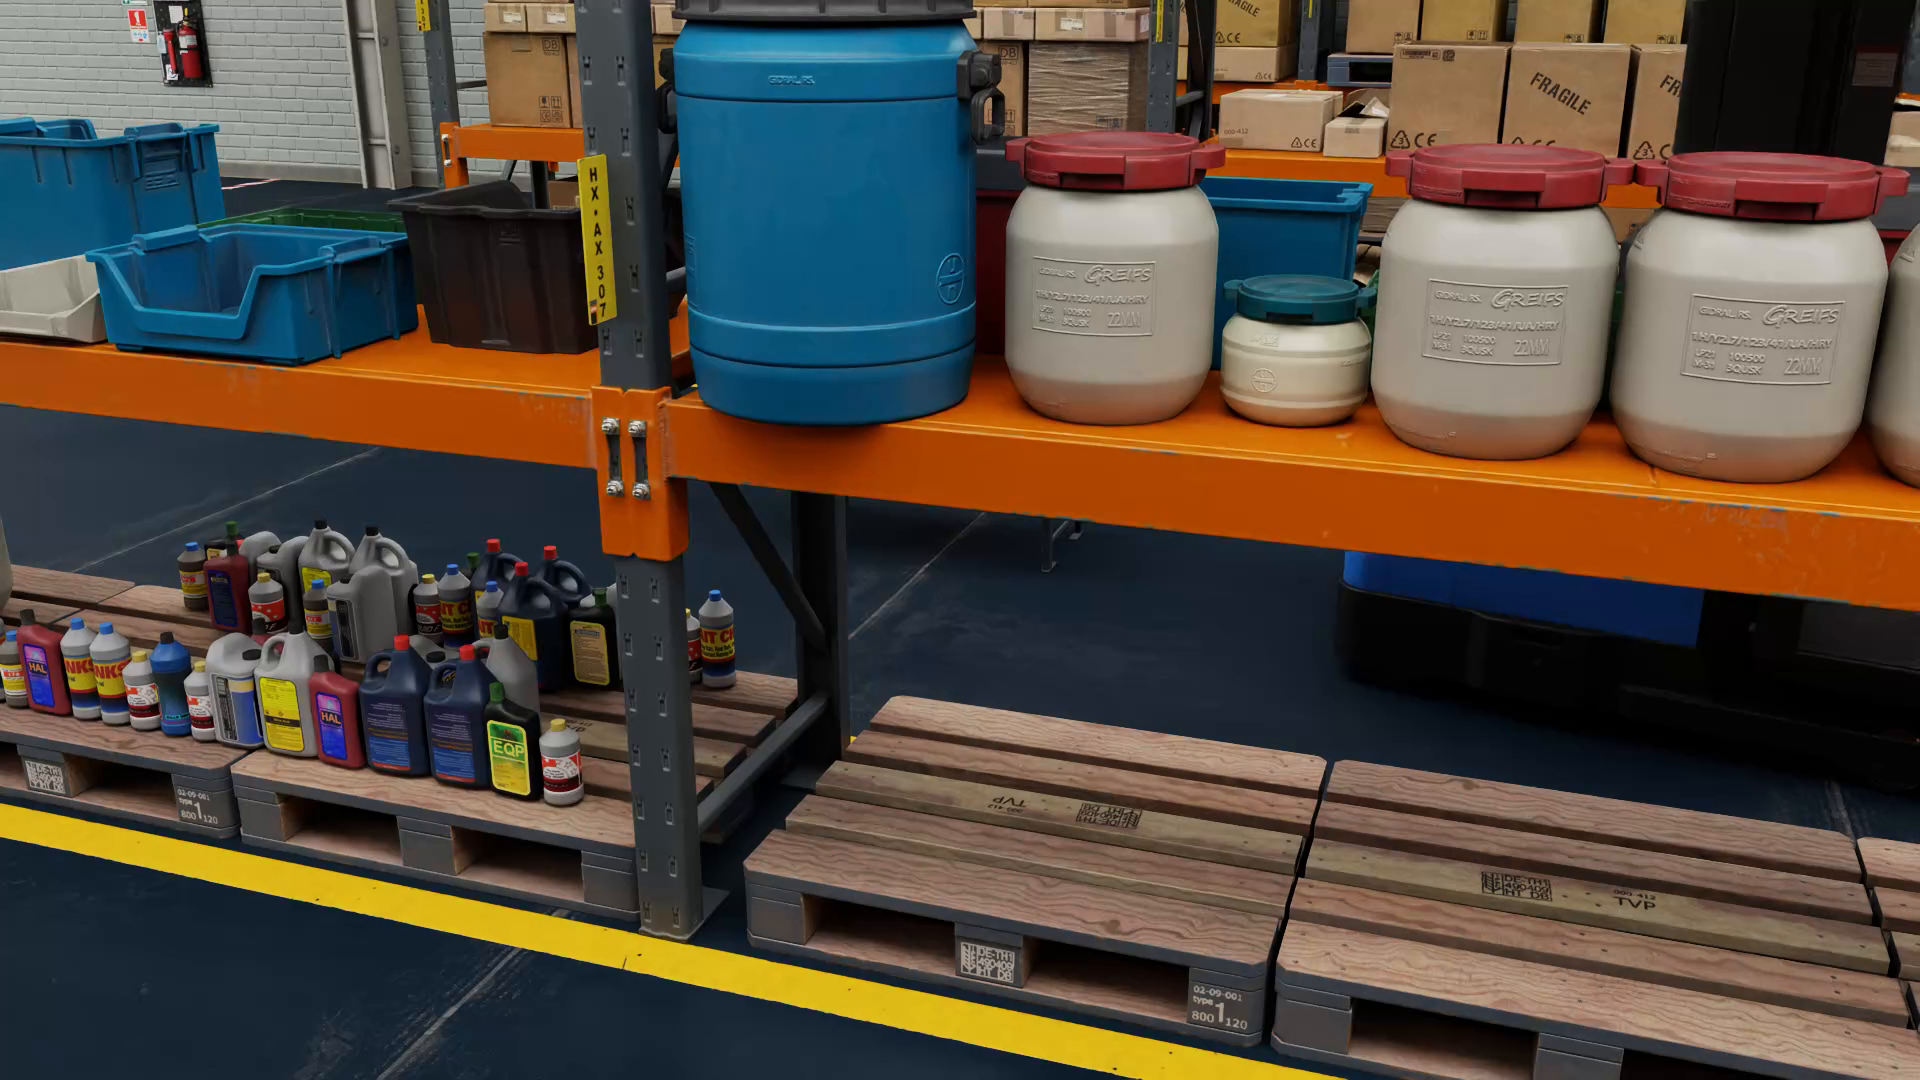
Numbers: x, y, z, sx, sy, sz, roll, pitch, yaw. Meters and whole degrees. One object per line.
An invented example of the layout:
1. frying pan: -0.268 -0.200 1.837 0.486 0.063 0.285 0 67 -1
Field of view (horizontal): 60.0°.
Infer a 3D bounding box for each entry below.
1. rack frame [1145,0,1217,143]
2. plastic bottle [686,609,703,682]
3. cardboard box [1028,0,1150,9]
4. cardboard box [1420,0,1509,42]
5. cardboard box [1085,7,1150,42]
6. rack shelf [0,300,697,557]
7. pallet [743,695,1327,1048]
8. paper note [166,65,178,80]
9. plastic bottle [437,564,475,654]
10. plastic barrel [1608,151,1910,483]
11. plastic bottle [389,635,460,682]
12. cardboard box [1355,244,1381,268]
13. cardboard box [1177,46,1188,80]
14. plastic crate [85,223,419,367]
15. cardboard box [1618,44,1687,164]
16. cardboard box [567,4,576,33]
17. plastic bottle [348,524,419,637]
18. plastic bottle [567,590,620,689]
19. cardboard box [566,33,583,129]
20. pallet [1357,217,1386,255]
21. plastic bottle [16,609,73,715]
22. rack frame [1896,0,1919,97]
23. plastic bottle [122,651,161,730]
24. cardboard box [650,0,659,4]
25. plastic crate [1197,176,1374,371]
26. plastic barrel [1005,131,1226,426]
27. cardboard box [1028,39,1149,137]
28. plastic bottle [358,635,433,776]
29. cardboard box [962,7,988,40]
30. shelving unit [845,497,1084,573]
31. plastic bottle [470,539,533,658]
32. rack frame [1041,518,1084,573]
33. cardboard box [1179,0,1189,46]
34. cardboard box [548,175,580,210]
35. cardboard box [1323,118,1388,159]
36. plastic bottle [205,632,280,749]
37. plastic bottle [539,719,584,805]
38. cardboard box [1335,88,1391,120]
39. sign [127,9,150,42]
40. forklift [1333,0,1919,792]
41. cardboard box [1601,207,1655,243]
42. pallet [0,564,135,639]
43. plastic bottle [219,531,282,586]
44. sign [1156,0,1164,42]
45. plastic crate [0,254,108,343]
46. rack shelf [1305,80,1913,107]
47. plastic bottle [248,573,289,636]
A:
1. rack frame: 1.099 -2.176 8.260 0.127 3.000 1.000 7 20 18
2. plastic bottle: -0.784 0.296 4.753 0.097 0.201 0.097 0 19 0
3. cardboard box: 0.677 -2.881 8.162 0.500 0.500 0.700 7 20 18
4. cardboard box: 3.716 -3.843 12.223 0.500 0.500 0.700 9 21 24
5. cardboard box: 0.771 -2.492 8.030 0.250 0.149 0.380 7 20 18
6. rack shelf: -2.420 -0.512 4.581 4.000 0.370 1.077 7 20 18
7. pallet: 0.224 0.754 4.093 1.213 0.211 1.003 7 20 18
8. paper note: -8.247 -4.893 17.395 0.142 0.148 0.016 7 20 18
9. plastic bottle: -1.486 0.204 4.911 0.097 0.271 0.097 0 19 0
10. plastic barrel: 1.403 -0.403 2.967 0.433 0.535 0.433 0 19 0
11. plastic bottle: -1.390 0.393 4.361 0.135 0.276 0.152 7 20 18
12. cardboard box: 2.069 -1.331 8.526 0.500 0.311 0.500 7 20 20
13. cardboard box: 1.706 -3.668 12.740 0.500 0.250 0.500 7 20 18
14. plastic crate: -1.665 -0.601 3.968 0.616 0.251 0.499 7 20 18
15. cardboard box: 3.287 -1.967 7.510 0.500 0.500 0.500 5 20 15
16. cardboard box: -1.894 -2.797 8.905 0.250 0.149 0.380 7 20 18
17. plastic bottle: -1.737 0.125 5.017 0.185 0.351 0.144 6 20 18
18. plastic bottle: -1.036 0.275 4.688 0.133 0.283 0.061 7 20 18
19. cardboard box: -1.745 -2.545 9.169 0.500 0.500 0.700 7 20 19
20. pallet: 3.457 -2.316 12.899 1.213 0.211 1.003 7 20 18
21. plastic bottle: -2.491 0.330 4.531 0.133 0.283 0.061 7 20 19
22. rack frame: 6.499 -3.284 11.441 0.127 3.000 1.000 7 20 18
23. plastic bottle: -2.187 0.397 4.463 0.097 0.201 0.097 0 19 0
24. cardboard box: -1.695 -3.152 8.939 0.500 0.500 0.700 6 20 17
25. plastic crate: 0.614 -0.606 3.781 0.575 0.384 0.392 7 20 18
26. plastic barrel: 0.301 -0.528 3.329 0.433 0.535 0.433 0 19 0
27. cardboard box: 0.677 -2.269 8.376 0.500 0.500 0.700 6 20 17
28. plastic bottle: -1.415 0.407 4.209 0.185 0.351 0.144 5 20 15
29. cardboard box: 0.042 -2.575 8.268 0.250 0.149 0.380 6 20 18
30. shelving unit: -0.081 -0.717 6.356 1.048 1.500 0.538 7 20 18
31. plastic bottle: -1.335 0.171 4.886 0.185 0.351 0.144 6 20 16
32. rack frame: 0.400 -0.663 6.198 0.032 1.500 0.500 7 20 18
33. cardboard box: 1.699 -4.016 12.598 0.500 0.500 0.500 6 20 18
34. cardboard box: -2.076 -1.896 9.859 0.500 0.500 0.500 7 20 18
35. cardboard box: 1.869 -1.898 7.845 0.250 0.149 0.380 7 20 18
36. plastic bottle: -1.872 0.388 4.375 0.135 0.276 0.152 7 20 19
37. plastic bottle: -0.975 0.535 4.066 0.097 0.201 0.097 0 19 0
38. cardboard box: 1.989 -2.074 8.174 0.258 0.266 0.396 6 20 17
39. sign: -8.591 -5.377 17.391 0.234 0.329 0.001 7 20 18
40. forklift: 2.743 -0.860 4.590 3.031 2.935 1.130 10 22 27
41. cardboard box: 4.875 -2.510 12.348 0.500 0.500 0.700 6 20 18
42. pallet: -3.456 0.332 5.304 1.213 0.211 1.003 7 20 18
43. plastic bottle: -2.201 0.108 5.178 0.135 0.276 0.152 7 20 18
44. sign: 0.918 -2.449 7.609 0.005 0.325 0.100 7 20 18
45. plastic crate: -2.147 -0.608 4.164 0.437 0.136 0.530 7 20 18
46. rack shelf: 4.610 -3.160 12.179 4.000 0.370 1.077 7 20 18
47. plastic bottle: -2.093 0.199 5.030 0.097 0.201 0.097 0 19 0
